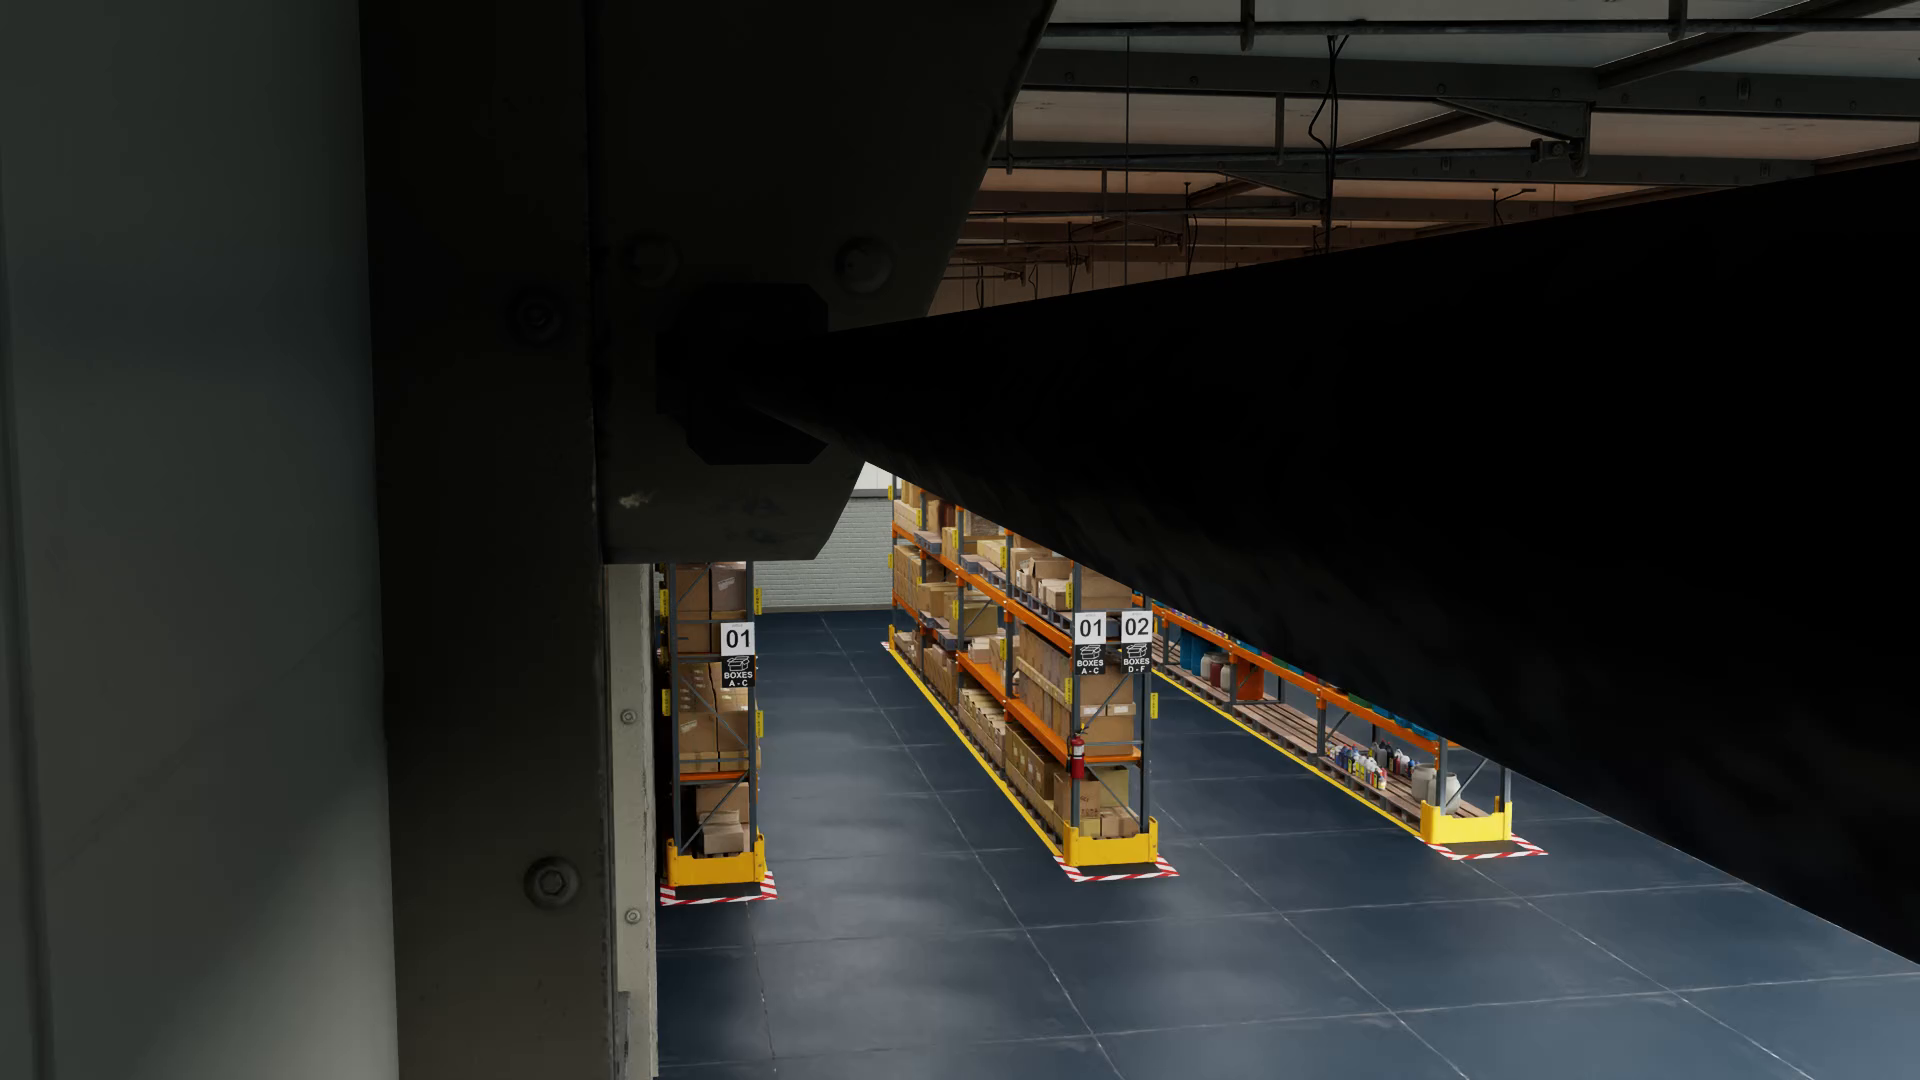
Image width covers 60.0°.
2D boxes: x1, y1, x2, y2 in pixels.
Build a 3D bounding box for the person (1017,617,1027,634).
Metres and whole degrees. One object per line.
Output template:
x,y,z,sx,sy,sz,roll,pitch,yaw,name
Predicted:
1.481,1.754,33.292,0.577,1.775,0.986,-1,6,-11,person
